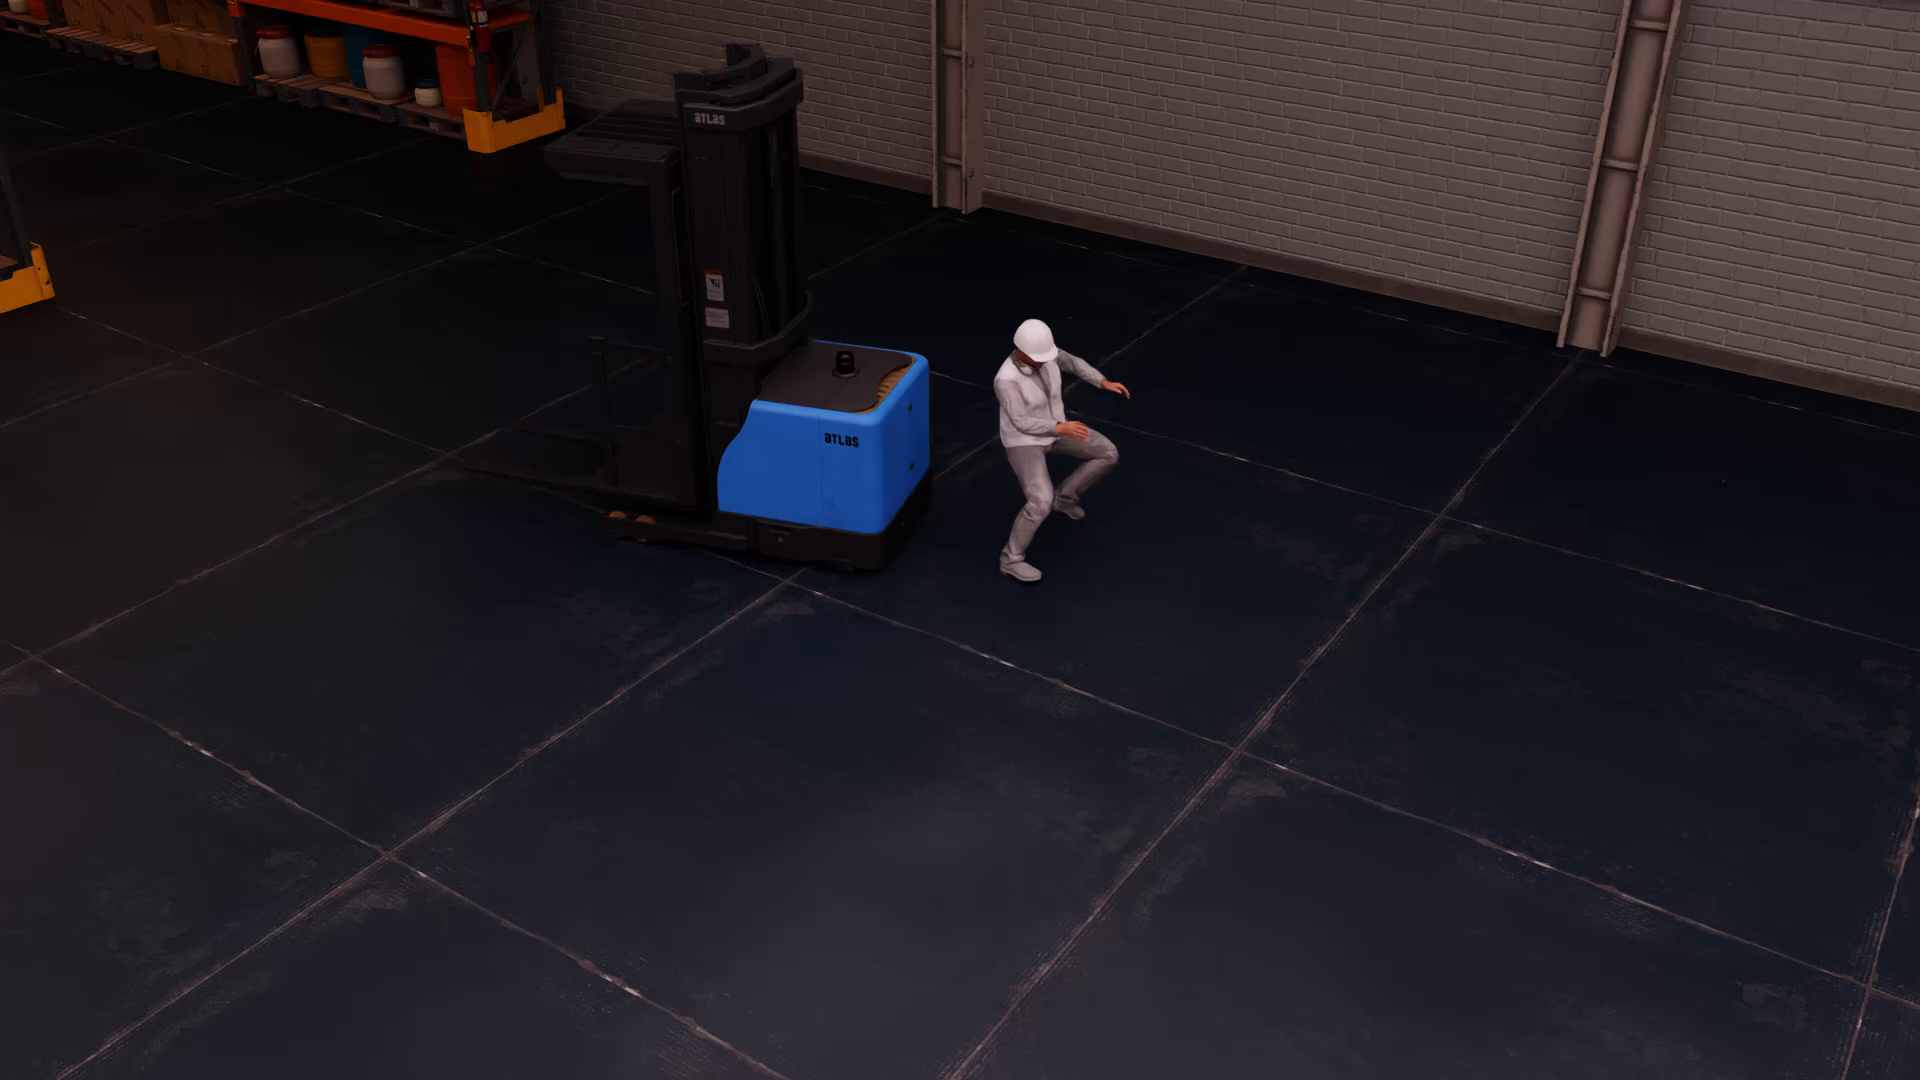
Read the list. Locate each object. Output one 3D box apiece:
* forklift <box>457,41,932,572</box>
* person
[{"bbox_3d":[-1.755,-1.495,10.155,3.031,2.935,1.130,9,31,15],"label":"forklift"},{"bbox_3d":[0.574,-0.612,10.029,0.804,1.536,0.893,25,38,36],"label":"person"}]
